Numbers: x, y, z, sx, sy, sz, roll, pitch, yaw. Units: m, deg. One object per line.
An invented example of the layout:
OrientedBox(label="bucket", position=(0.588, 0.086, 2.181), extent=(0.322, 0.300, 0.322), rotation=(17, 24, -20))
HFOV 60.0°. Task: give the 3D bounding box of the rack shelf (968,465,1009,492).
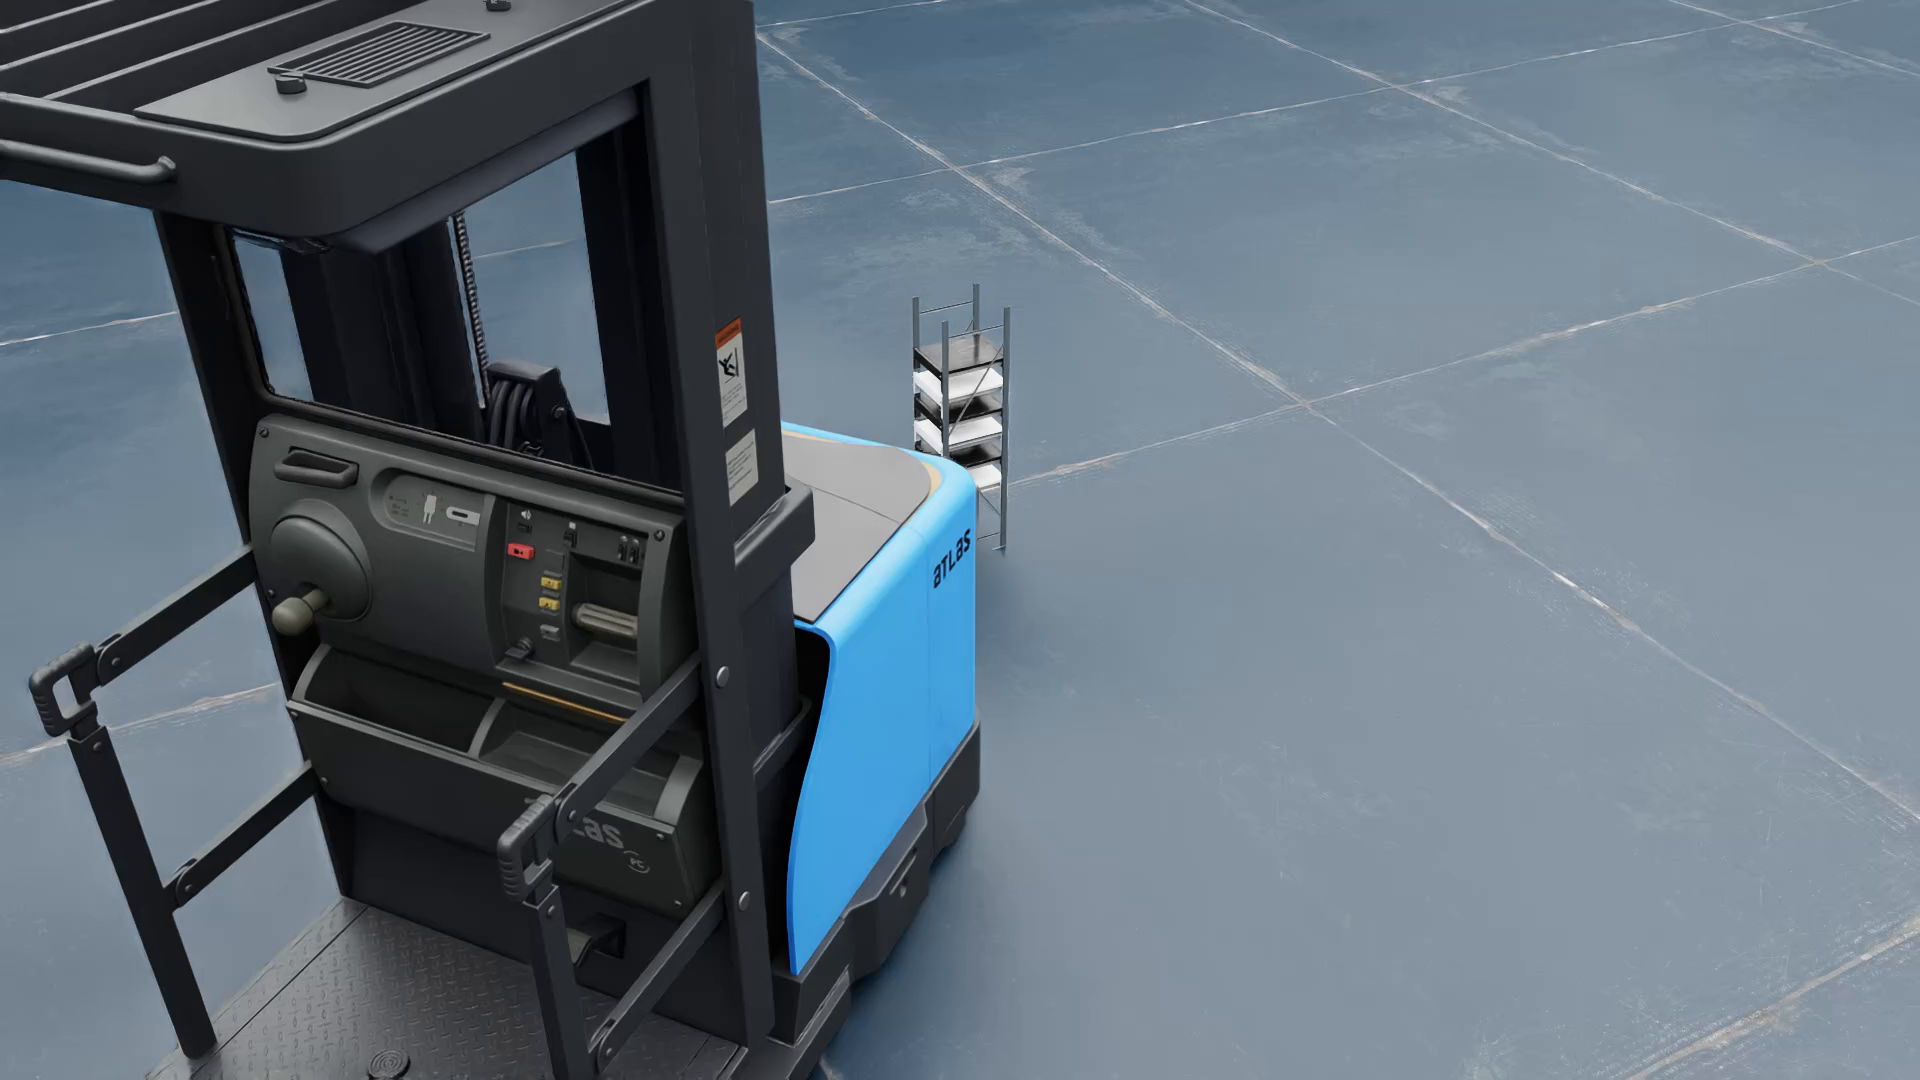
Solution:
OrientedBox(label="rack shelf", position=(0.004, -0.195, 5.616), extent=(0.258, 0.077, 0.200), rotation=(-16, 36, -23))

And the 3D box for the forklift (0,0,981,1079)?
OrientedBox(label="forklift", position=(-1.012, 0.100, 2.877), extent=(1.130, 2.935, 3.031), rotation=(14, 35, 20))

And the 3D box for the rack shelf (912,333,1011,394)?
OrientedBox(label="rack shelf", position=(0.004, -0.574, 5.374), extent=(0.258, 0.077, 0.200), rotation=(-16, 36, -23))

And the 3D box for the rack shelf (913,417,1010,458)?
OrientedBox(label="rack shelf", position=(0.004, -0.347, 5.519), extent=(0.258, 0.077, 0.200), rotation=(-16, 36, -23))

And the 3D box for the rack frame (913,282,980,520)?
OrientedBox(label="rack frame", position=(-0.044, -0.424, 5.577), extent=(0.240, 0.900, 0.006), rotation=(-16, 36, -23))

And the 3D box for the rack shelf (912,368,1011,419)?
OrientedBox(label="rack shelf", position=(0.004, -0.499, 5.422), extent=(0.258, 0.077, 0.200), rotation=(-16, 36, -23))

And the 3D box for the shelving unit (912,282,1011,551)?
OrientedBox(label="shelving unit", position=(0.004, -0.375, 5.501), extent=(0.258, 0.900, 0.210), rotation=(-16, 36, -23))

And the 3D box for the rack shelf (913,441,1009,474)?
OrientedBox(label="rack shelf", position=(0.004, -0.271, 5.568), extent=(0.258, 0.077, 0.200), rotation=(-16, 36, -23))

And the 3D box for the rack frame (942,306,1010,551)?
OrientedBox(label="rack frame", position=(0.051, -0.327, 5.425), extent=(0.240, 0.900, 0.006), rotation=(-16, 36, -23))

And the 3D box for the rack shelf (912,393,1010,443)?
OrientedBox(label="rack shelf", position=(0.004, -0.423, 5.471), extent=(0.258, 0.077, 0.200), rotation=(-16, 36, -23))
